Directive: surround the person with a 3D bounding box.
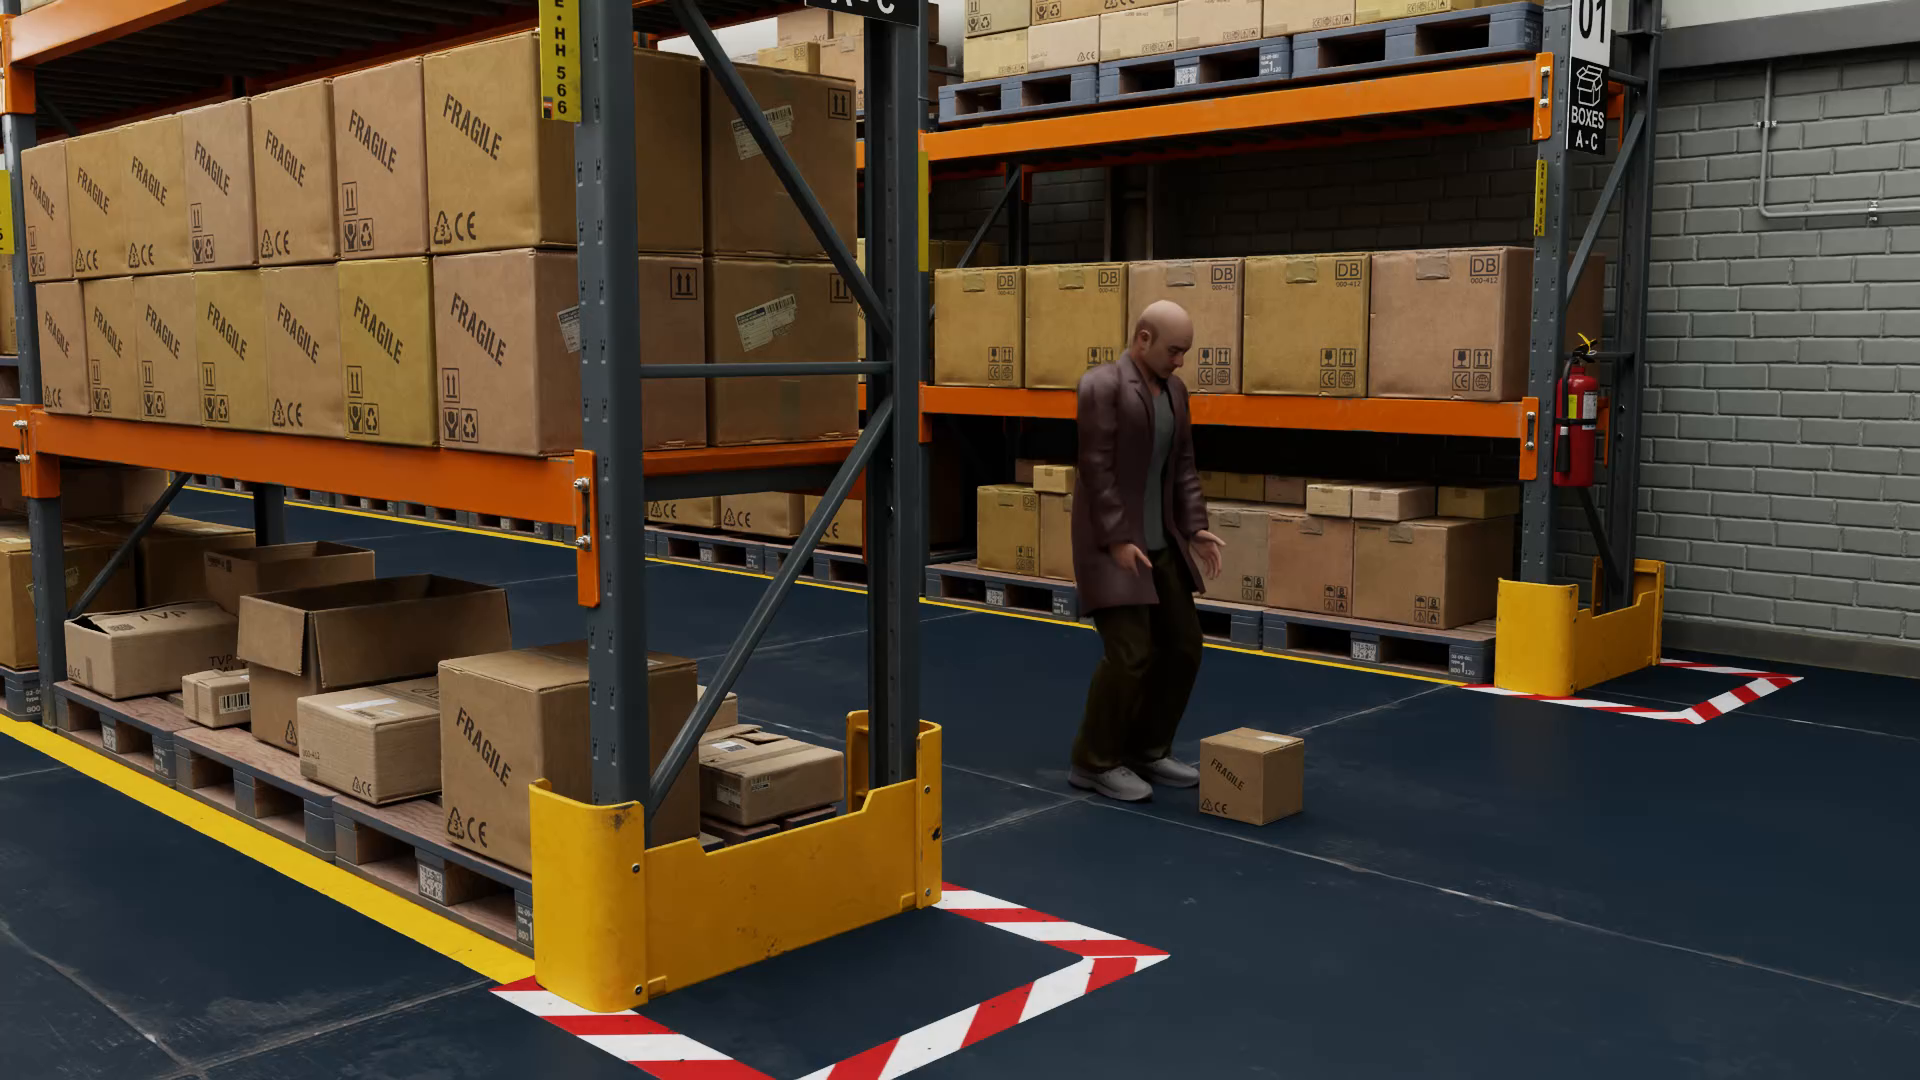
[{"bbox_3d":[0.641,0.029,5.869,0.591,1.719,0.432,-7,10,-44],"label":"person"}]
